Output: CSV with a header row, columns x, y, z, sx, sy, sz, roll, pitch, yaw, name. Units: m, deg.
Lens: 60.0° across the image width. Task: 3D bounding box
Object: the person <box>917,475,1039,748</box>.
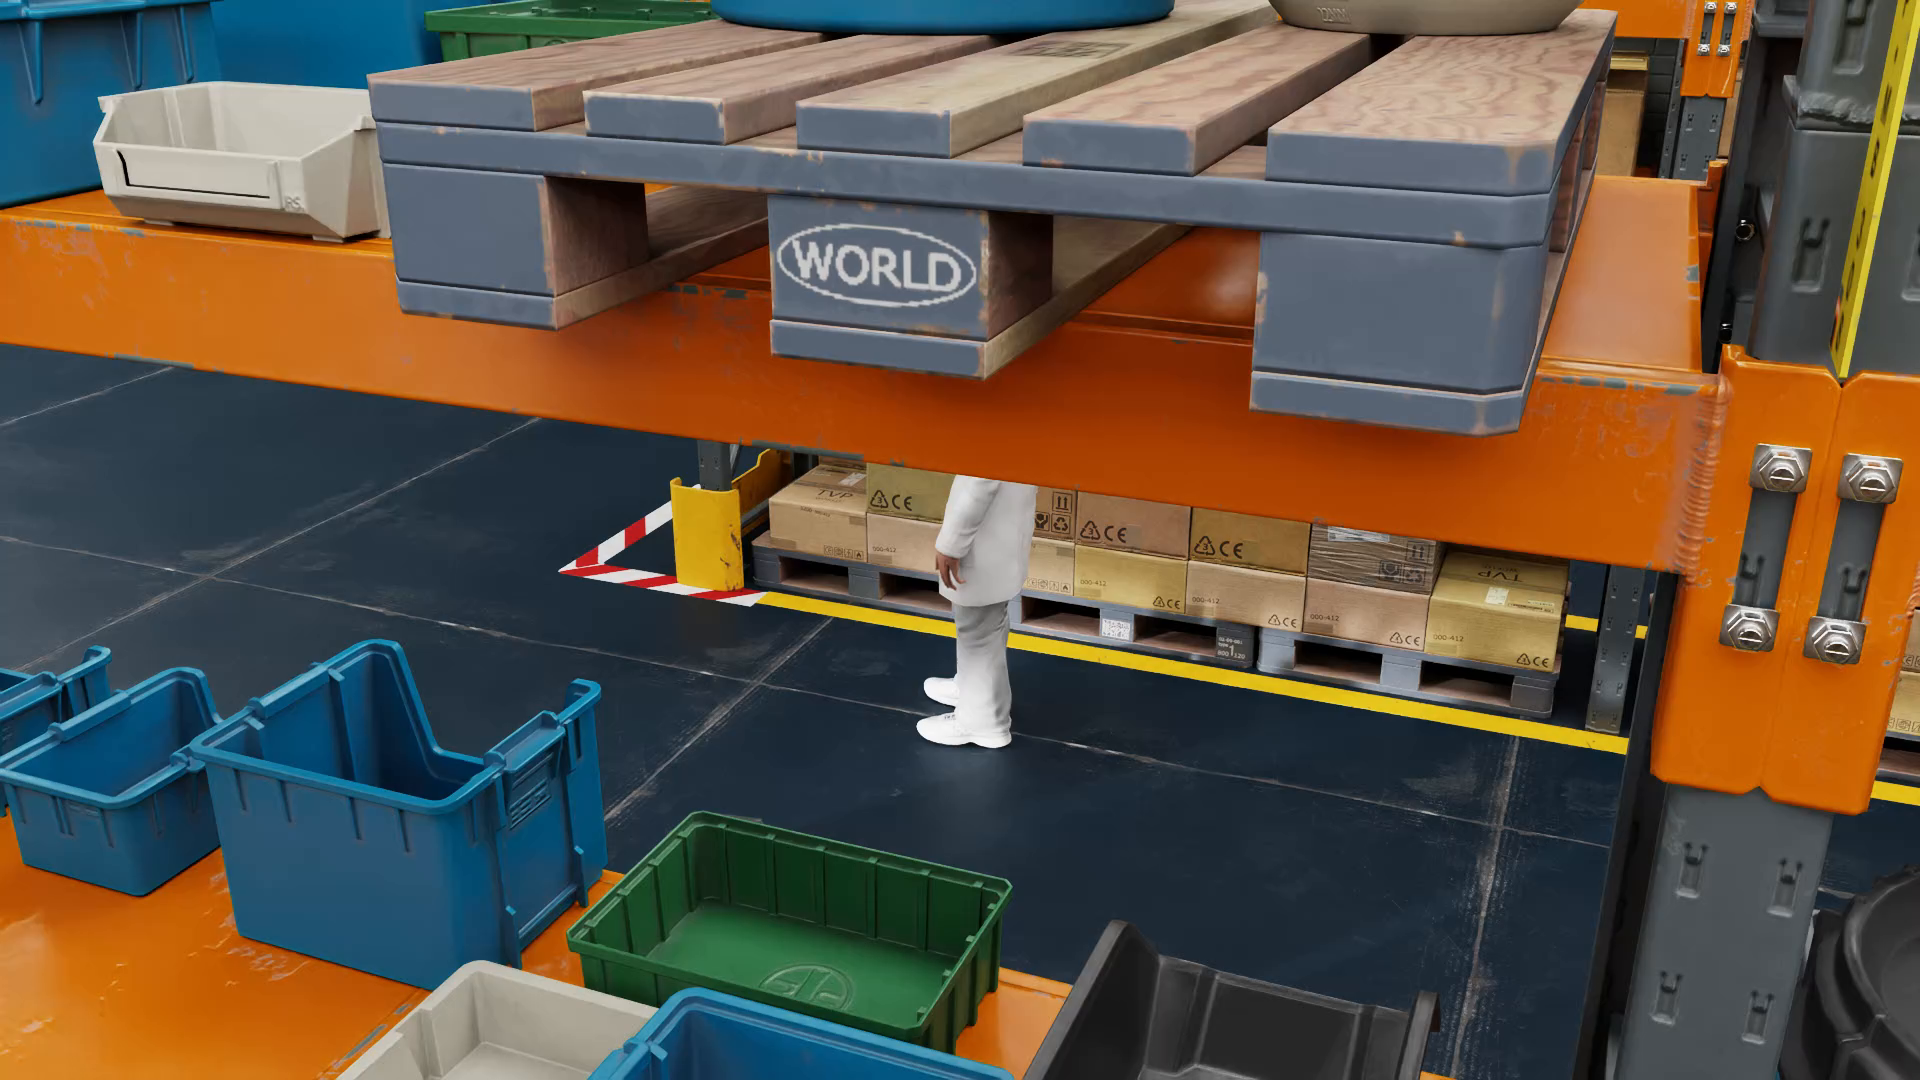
x,y,z,sx,sy,sz,roll,pitch,yaw,name
0.018,-0.053,6.219,0.578,1.778,0.697,9,24,20,person
